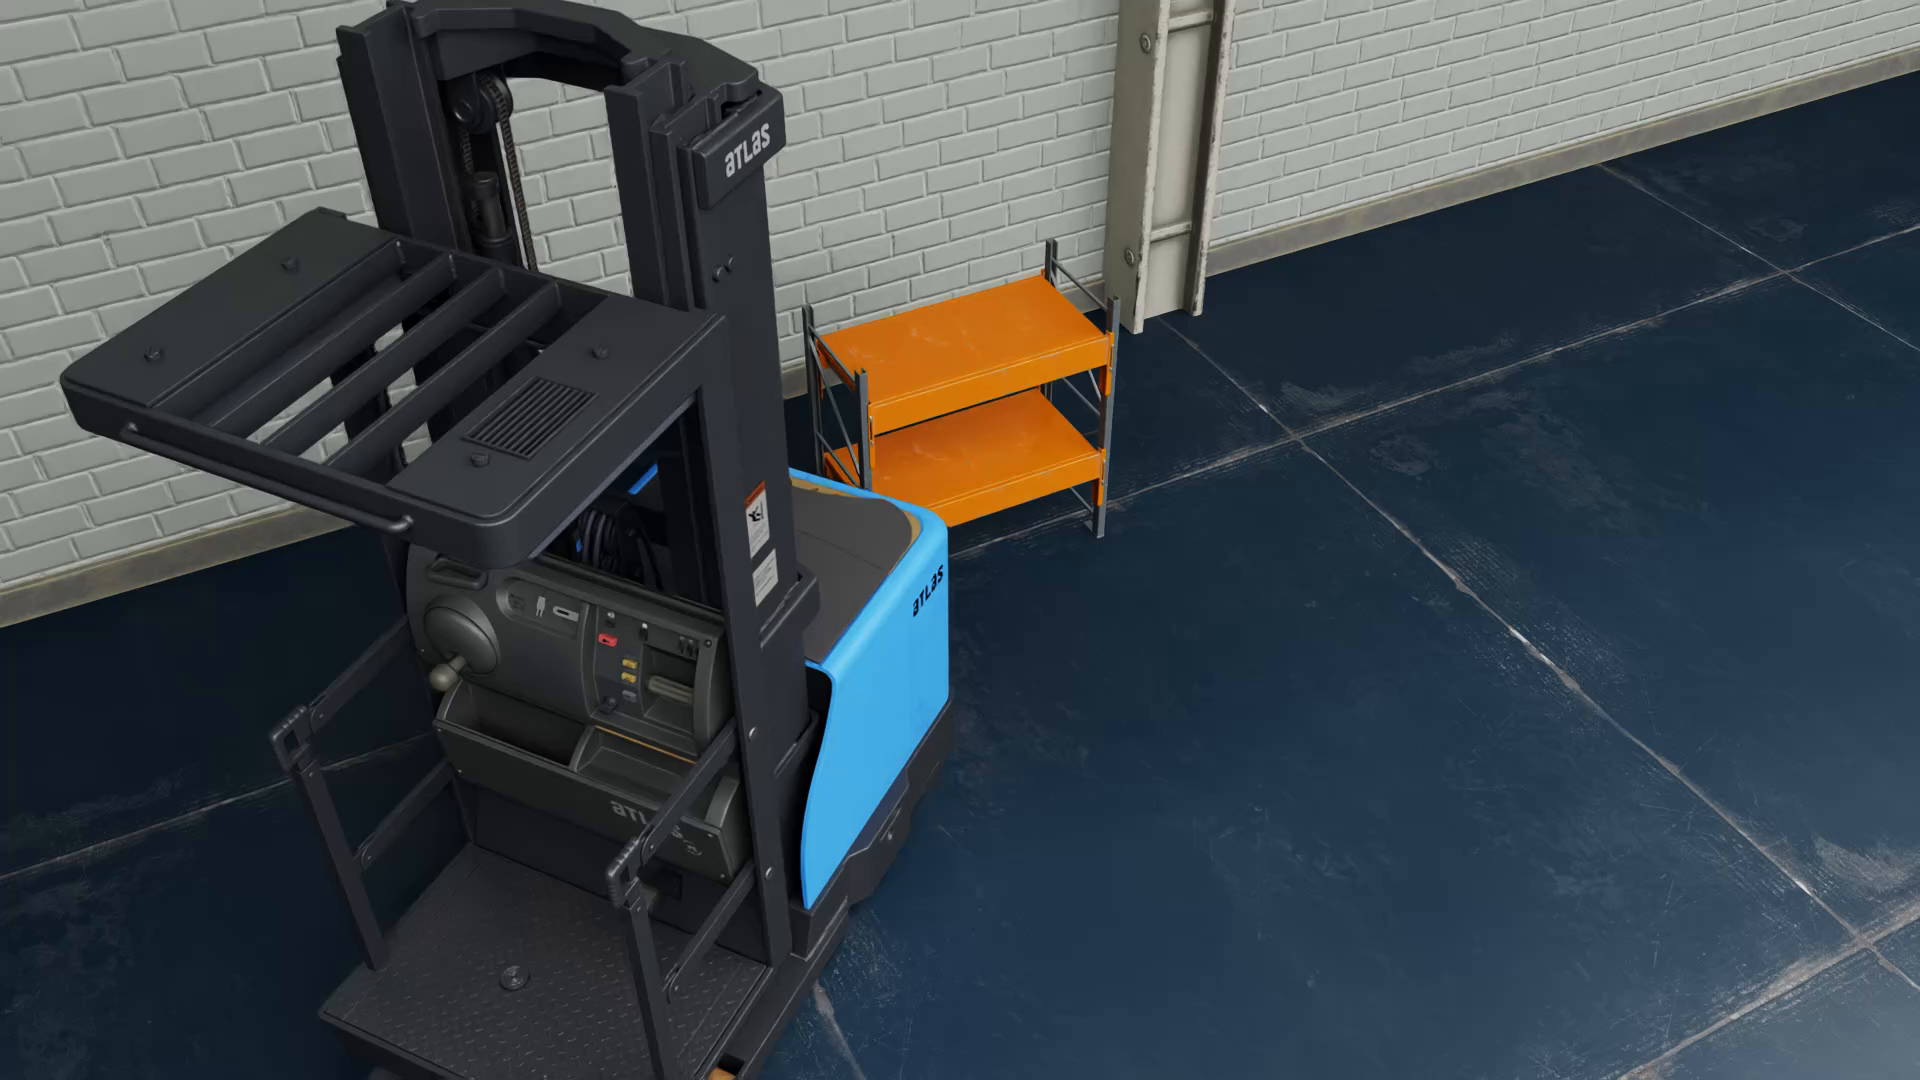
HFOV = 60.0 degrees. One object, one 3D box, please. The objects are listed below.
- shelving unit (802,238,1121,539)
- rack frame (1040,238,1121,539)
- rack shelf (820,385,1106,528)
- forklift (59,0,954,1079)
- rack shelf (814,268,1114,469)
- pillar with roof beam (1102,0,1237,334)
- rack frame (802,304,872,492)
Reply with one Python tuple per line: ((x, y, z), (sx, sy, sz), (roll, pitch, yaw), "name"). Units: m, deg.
((0.006, -0.431, 6.389), (1.048, 1.125, 0.538), (-19, 44, -21), "shelving unit")
((0.457, -0.583, 6.568), (0.032, 1.125, 0.500), (-19, 44, -21), "rack frame")
((0.006, -0.245, 6.547), (1.000, 0.278, 0.538), (-19, 44, -21), "rack shelf")
((-1.107, 0.348, 4.071), (1.130, 2.935, 3.031), (17, 43, 19), "forklift")
((0.006, -0.655, 6.200), (1.000, 0.278, 0.538), (-19, 44, -21), "rack shelf")
((2.917, -2.092, 2.257), (0.400, 9.000, 9.100), (-19, 44, -21), "pillar with roof beam")
((-0.445, -0.280, 6.210), (0.032, 1.125, 0.500), (-19, 44, -21), "rack frame")
